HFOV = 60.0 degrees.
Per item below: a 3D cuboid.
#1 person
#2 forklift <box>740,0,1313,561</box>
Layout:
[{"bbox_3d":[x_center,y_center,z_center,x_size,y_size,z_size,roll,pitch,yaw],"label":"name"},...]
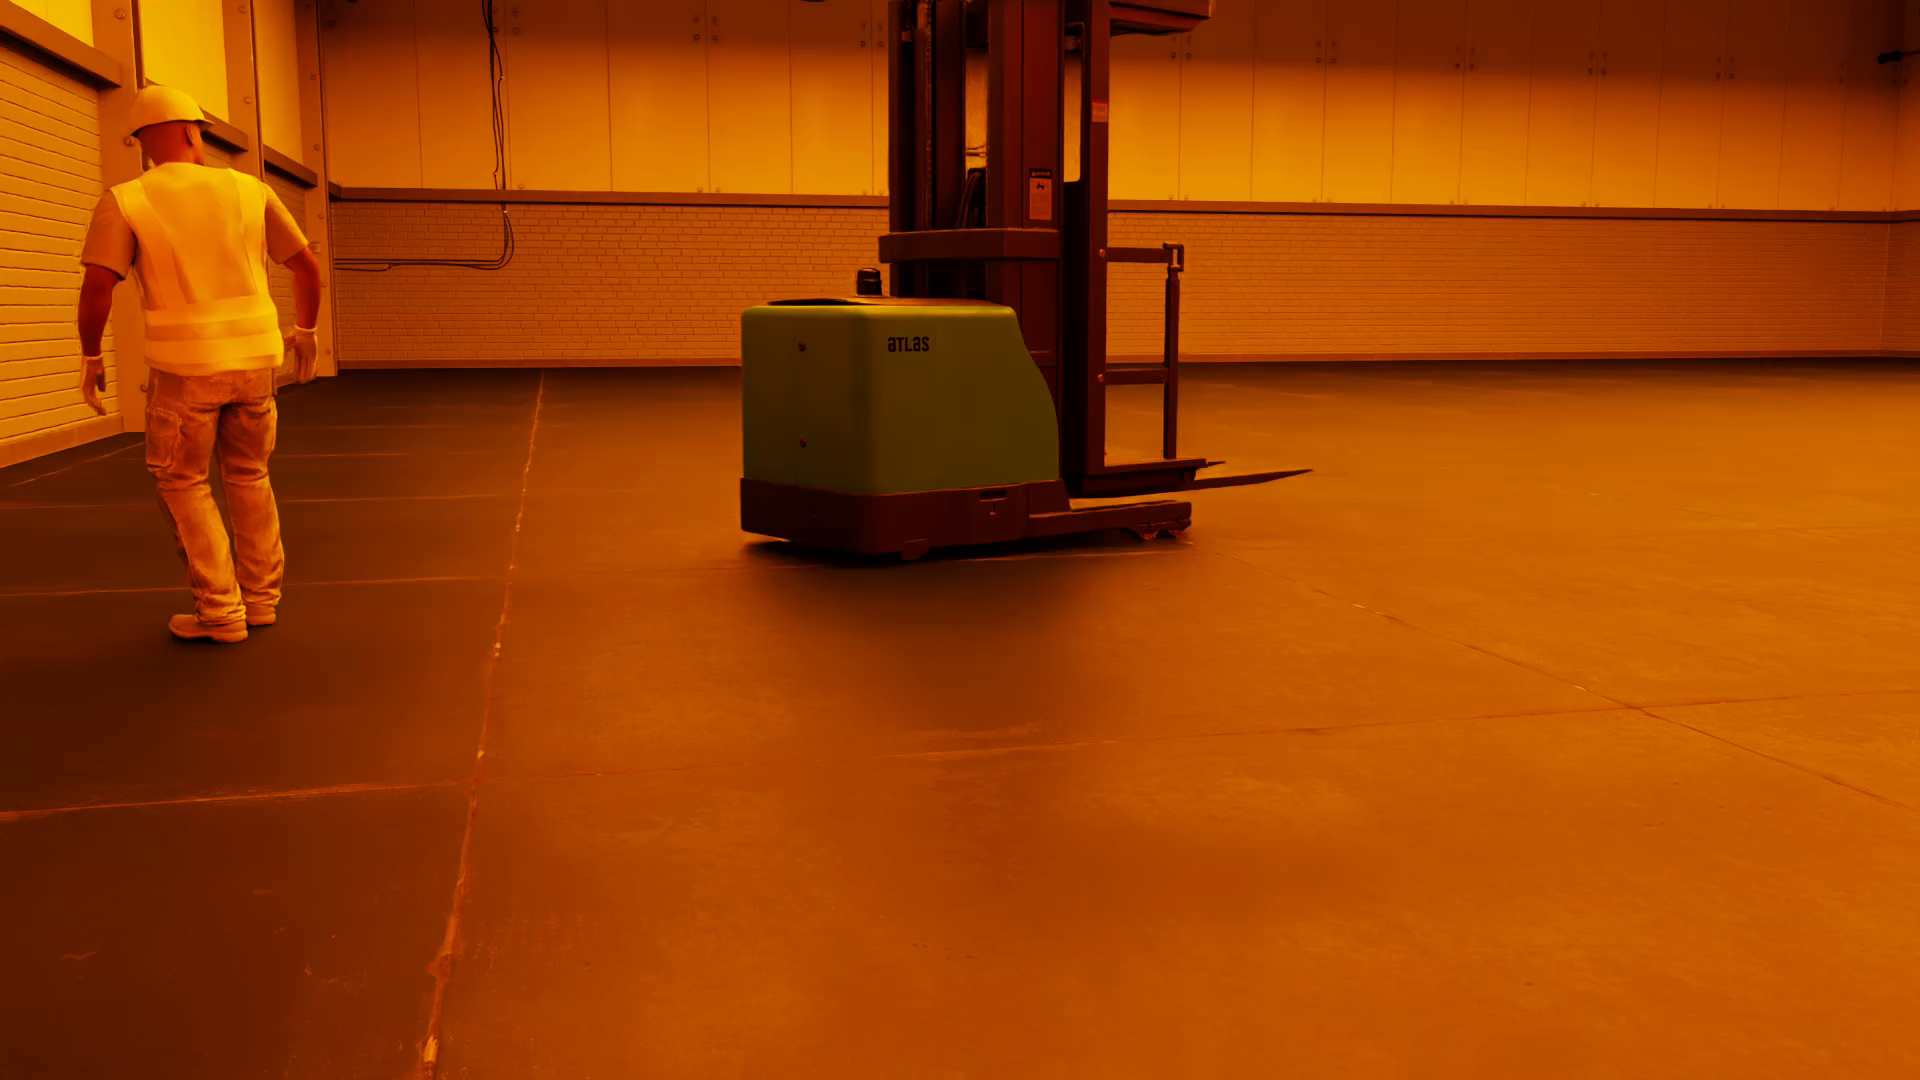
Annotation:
[{"bbox_3d":[-2.484,-0.567,5.407,0.518,1.764,0.784,6,10,38],"label":"person"},{"bbox_3d":[0.471,-1.507,7.898,3.031,2.935,1.130,-6,10,-38],"label":"forklift"}]
